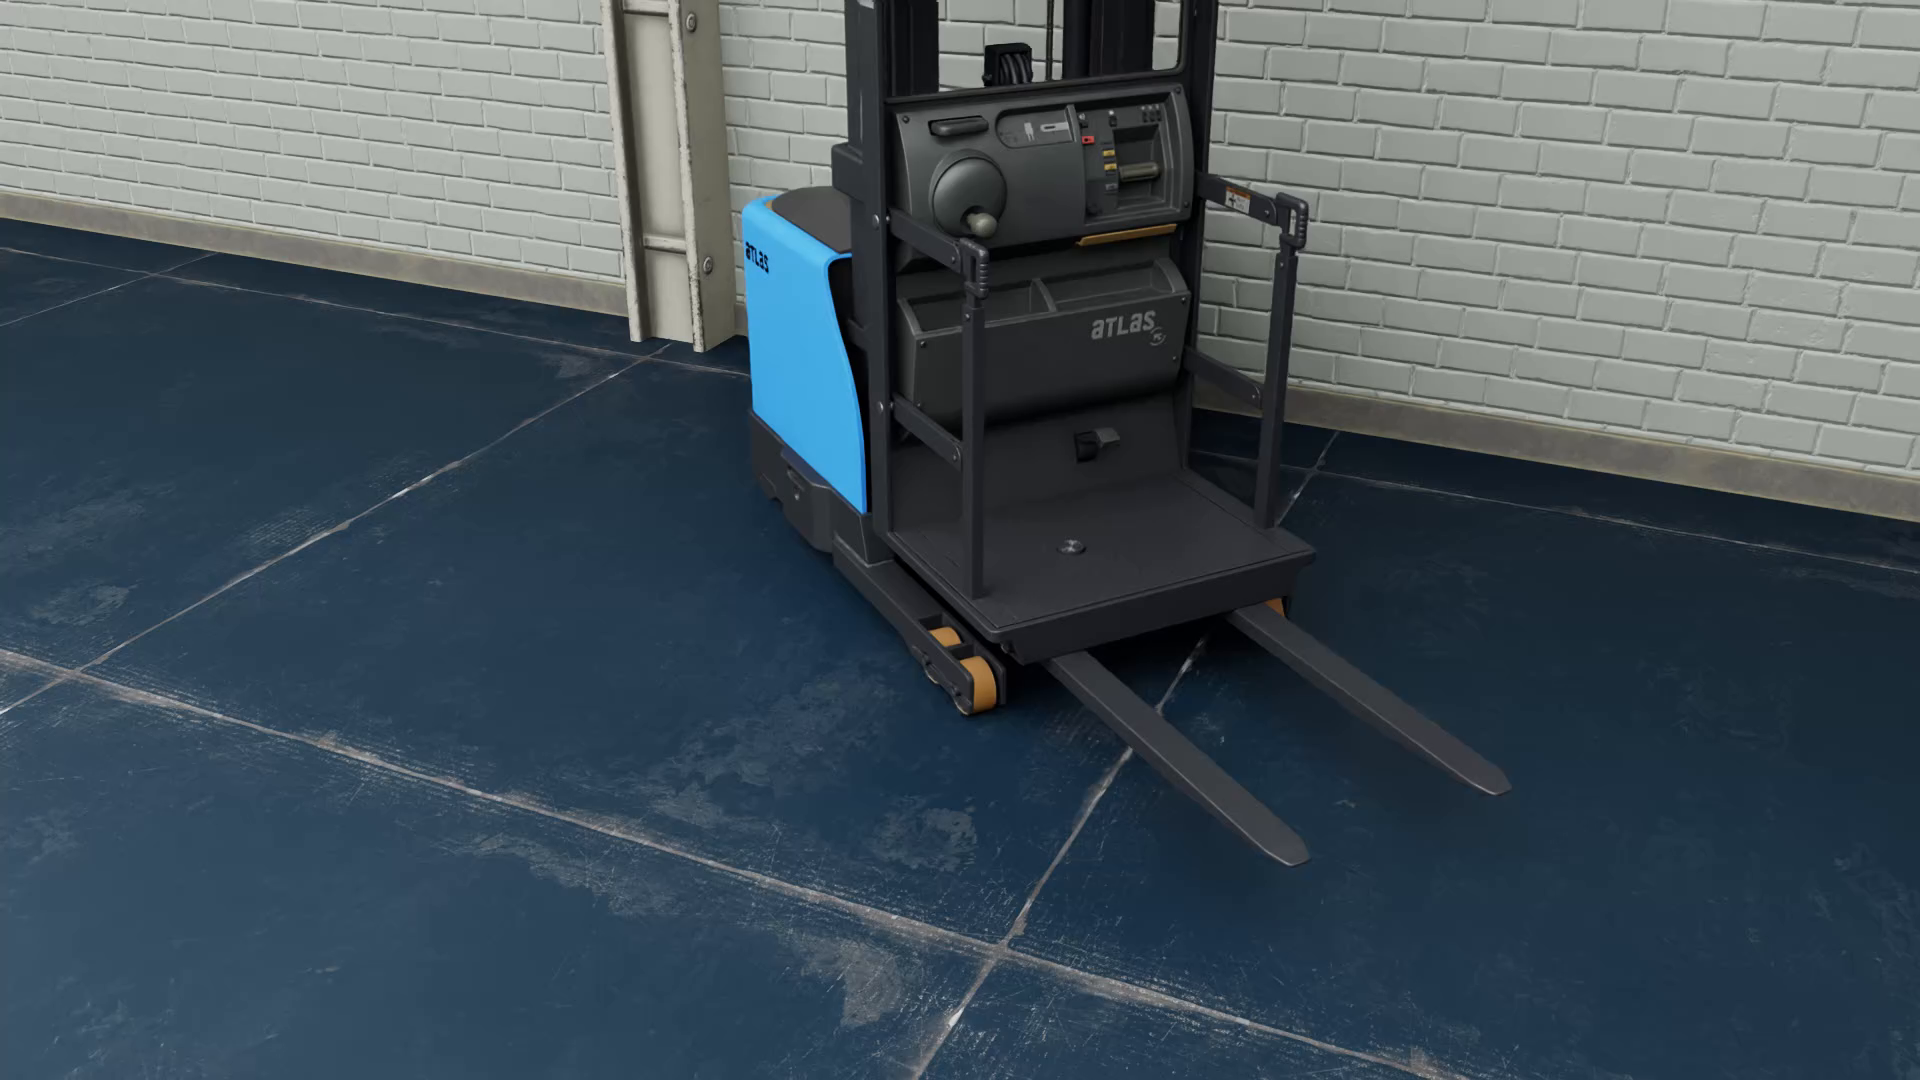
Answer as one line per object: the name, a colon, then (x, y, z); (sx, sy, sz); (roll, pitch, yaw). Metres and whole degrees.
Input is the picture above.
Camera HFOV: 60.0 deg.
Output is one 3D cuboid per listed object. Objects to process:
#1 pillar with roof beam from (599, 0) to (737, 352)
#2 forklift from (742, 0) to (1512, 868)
pillar with roof beam: (-3.048, -3.245, 2.153); (0.400, 9.000, 9.100); (11, 28, 22)
forklift: (0.354, -1.041, 4.547); (1.130, 2.935, 3.031); (-13, 29, -24)
